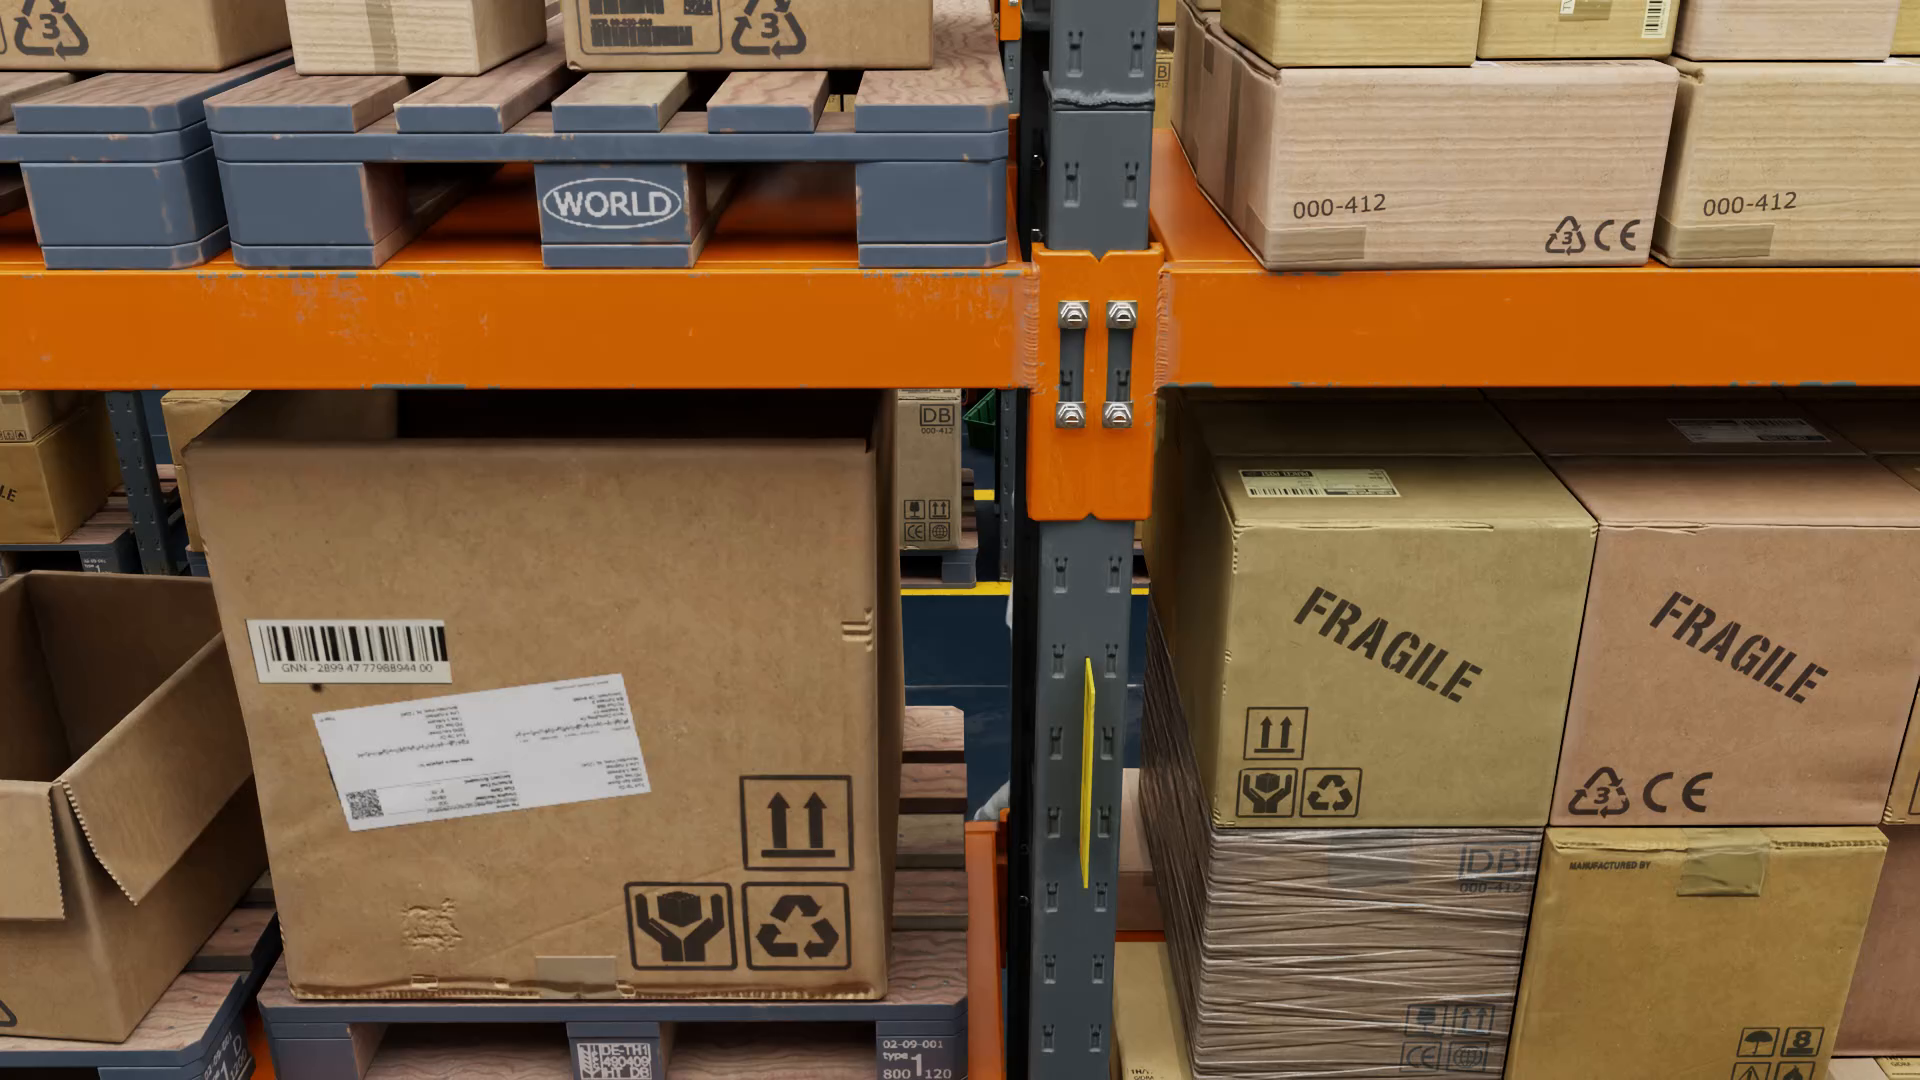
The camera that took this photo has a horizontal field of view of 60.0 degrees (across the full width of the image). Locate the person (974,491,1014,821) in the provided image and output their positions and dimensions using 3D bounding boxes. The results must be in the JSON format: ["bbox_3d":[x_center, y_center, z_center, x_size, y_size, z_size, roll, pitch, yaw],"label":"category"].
[{"bbox_3d":[0.321,0.260,5.456,0.515,1.751,0.548,4,24,8],"label":"person"}]
